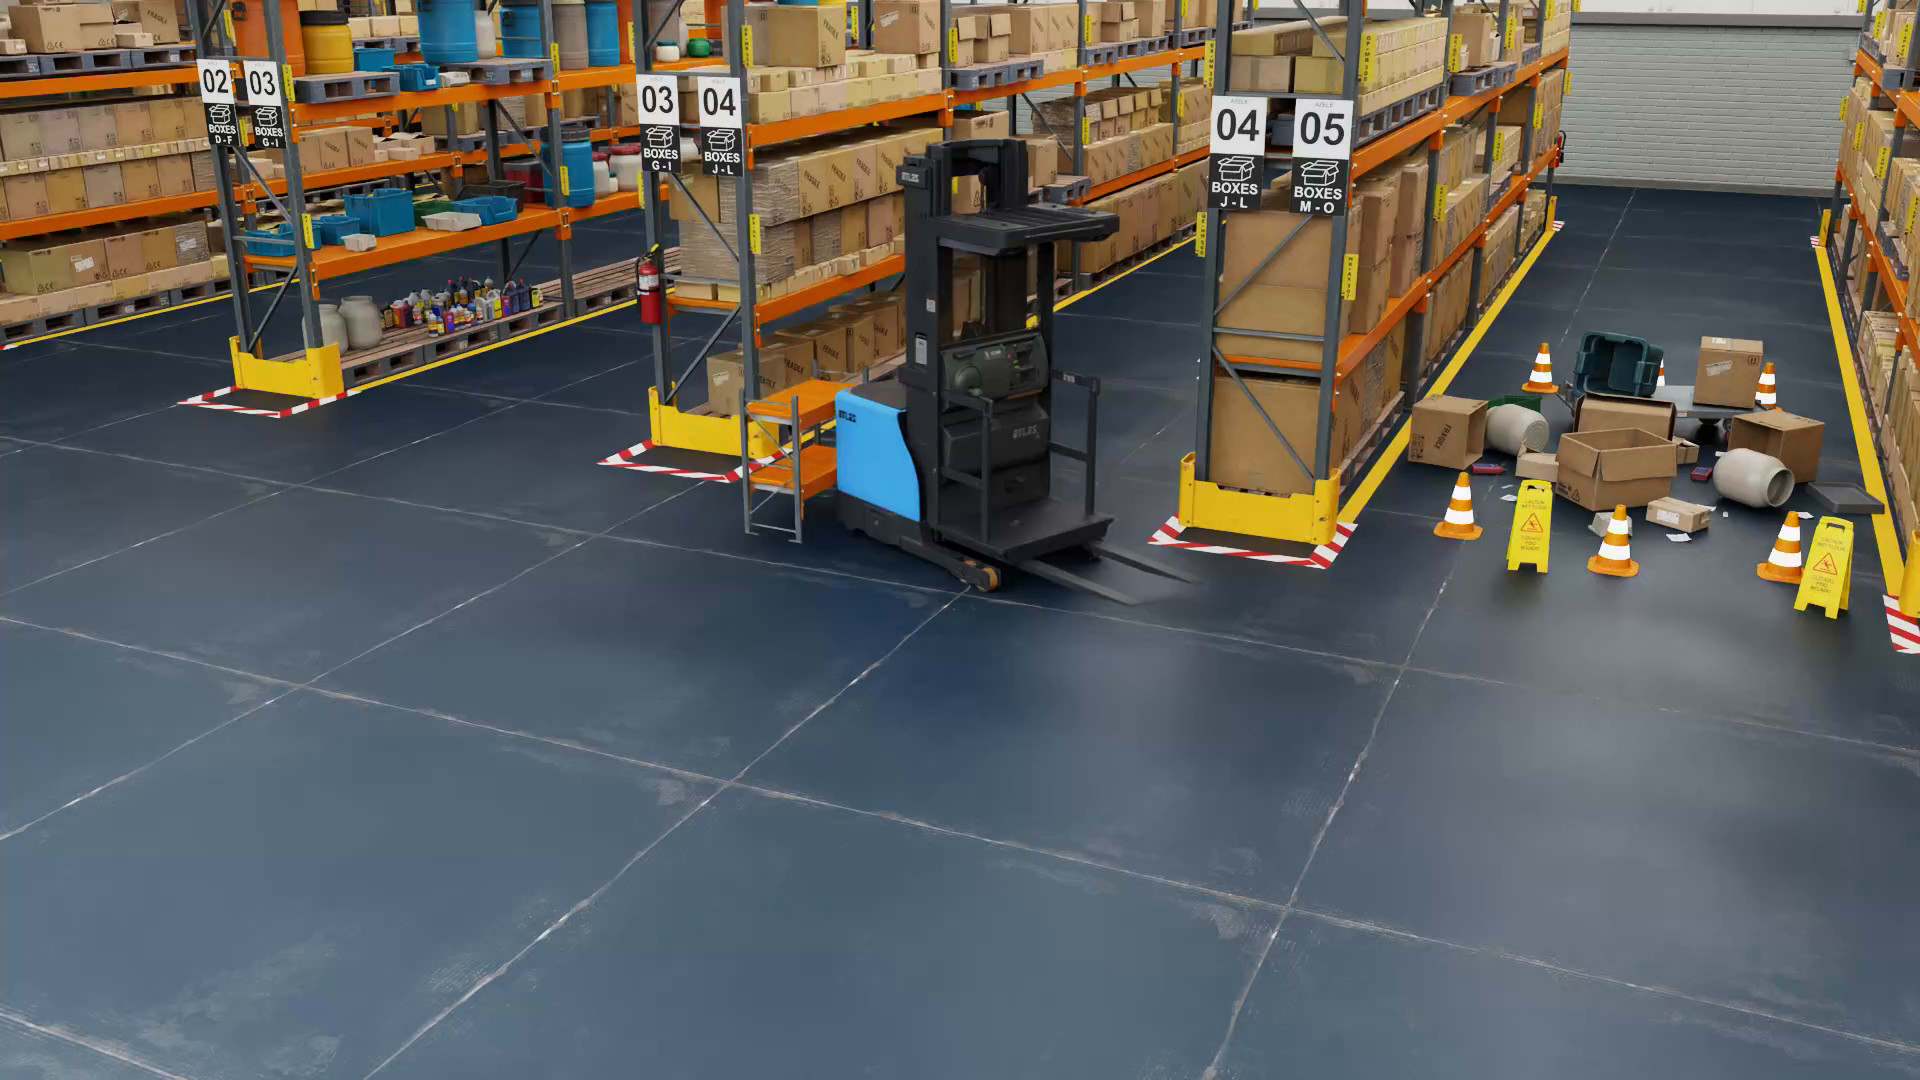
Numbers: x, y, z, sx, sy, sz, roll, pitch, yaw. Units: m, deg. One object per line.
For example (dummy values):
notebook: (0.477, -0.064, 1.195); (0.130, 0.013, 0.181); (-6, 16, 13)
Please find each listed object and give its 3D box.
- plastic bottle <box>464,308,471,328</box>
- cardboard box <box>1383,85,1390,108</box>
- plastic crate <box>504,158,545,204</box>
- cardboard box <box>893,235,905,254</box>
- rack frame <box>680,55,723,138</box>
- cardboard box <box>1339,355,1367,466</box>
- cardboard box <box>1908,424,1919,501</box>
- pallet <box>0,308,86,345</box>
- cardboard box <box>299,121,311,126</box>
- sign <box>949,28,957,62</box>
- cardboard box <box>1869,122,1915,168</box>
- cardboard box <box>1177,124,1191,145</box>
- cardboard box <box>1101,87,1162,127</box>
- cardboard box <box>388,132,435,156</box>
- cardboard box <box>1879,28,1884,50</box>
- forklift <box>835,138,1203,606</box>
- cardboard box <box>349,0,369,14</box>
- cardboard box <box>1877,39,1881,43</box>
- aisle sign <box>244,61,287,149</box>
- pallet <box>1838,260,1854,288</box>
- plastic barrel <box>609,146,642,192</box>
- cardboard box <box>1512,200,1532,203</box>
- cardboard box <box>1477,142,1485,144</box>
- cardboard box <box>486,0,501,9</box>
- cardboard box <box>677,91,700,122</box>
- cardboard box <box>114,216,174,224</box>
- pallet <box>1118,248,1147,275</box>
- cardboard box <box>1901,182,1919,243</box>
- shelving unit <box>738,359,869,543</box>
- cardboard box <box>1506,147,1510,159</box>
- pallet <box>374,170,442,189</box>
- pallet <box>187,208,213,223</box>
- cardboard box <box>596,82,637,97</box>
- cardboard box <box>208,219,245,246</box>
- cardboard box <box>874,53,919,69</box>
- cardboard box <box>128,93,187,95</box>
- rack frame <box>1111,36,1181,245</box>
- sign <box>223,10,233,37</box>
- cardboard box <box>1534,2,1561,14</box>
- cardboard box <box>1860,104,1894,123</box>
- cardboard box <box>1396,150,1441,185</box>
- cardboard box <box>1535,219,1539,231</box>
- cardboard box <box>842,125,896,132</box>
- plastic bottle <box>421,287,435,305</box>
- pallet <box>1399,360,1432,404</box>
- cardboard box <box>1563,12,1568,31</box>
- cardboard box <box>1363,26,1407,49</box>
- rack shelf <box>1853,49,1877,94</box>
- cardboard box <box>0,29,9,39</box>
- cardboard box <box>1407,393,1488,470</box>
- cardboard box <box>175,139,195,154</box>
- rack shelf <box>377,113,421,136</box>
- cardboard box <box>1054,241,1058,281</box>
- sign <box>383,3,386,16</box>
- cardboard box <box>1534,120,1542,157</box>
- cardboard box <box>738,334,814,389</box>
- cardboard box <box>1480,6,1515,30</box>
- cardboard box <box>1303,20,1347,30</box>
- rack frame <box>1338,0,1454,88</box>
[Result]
plastic bottle: (-5.479, -2.466, 18.445); (0.097, 0.201, 0.097); (0, 20, 0)
cardboard box: (3.018, -3.341, 12.510); (0.380, 0.149, 0.250); (9, 21, 23)
plastic crate: (-5.170, -4.342, 20.107); (0.402, 0.464, 0.583); (9, 21, 23)
cardboard box: (-0.660, -2.983, 16.756); (0.380, 0.149, 0.250); (9, 21, 23)
rack frame: (-3.451, -5.345, 23.022); (1.000, 3.000, 0.127); (9, 21, 23)
cardboard box: (2.851, -1.191, 13.885); (0.875, 0.875, 0.875); (8, 21, 22)
cardboard box: (7.133, -0.557, 11.915); (0.500, 0.500, 0.500); (9, 22, 25)
pallet: (-10.970, -2.506, 19.200); (1.003, 0.211, 1.213); (9, 21, 23)
cardboard box: (-11.411, -7.214, 28.623); (0.380, 0.149, 0.250); (9, 22, 24)
sign: (-0.073, -5.027, 16.881); (0.100, 0.325, 0.005); (9, 21, 23)
cardboard box: (10.707, -4.480, 18.949); (0.500, 0.500, 0.500); (8, 21, 22)
cardboard box: (3.137, -6.065, 24.827); (0.500, 0.250, 0.500); (8, 21, 22)
cardboard box: (2.451, -6.212, 23.812); (0.797, 0.503, 0.637); (8, 21, 21)
cardboard box: (-8.158, -5.879, 24.655); (0.500, 0.311, 0.500); (10, 22, 26)
cardboard box: (11.222, -5.971, 19.880); (0.396, 0.266, 0.258); (8, 21, 22)
forklift: (0.385, -1.213, 11.505); (1.130, 2.935, 3.031); (-16, 25, -37)
cardboard box: (-10.785, -9.756, 30.397); (0.500, 0.250, 0.500); (9, 21, 23)
cardboard box: (11.716, -6.363, 20.831); (0.396, 0.266, 0.258); (9, 22, 24)
aisle sign: (-6.490, -4.062, 15.535); (0.394, 0.787, 0.004); (9, 21, 23)
pallet: (12.129, -3.436, 21.816); (1.003, 0.211, 1.213); (9, 21, 23)
plastic barrel: (-4.197, -4.673, 20.929); (0.433, 0.535, 0.433); (0, 20, 0)
cardboard box: (8.264, -4.947, 24.642); (0.380, 0.149, 0.250); (8, 21, 21)
cardboard box: (6.347, -4.749, 20.207); (0.380, 0.149, 0.250); (10, 22, 25)
cardboard box: (-7.367, -8.402, 25.499); (0.500, 0.500, 0.500); (9, 21, 23)
cardboard box: (-2.243, -3.745, 14.269); (0.500, 0.250, 0.500); (9, 22, 24)
cardboard box: (-10.280, -3.806, 21.052); (0.500, 0.500, 0.500); (9, 21, 23)
pallet: (1.960, -3.954, 23.272); (1.003, 0.211, 1.213); (9, 21, 23)
cardboard box: (8.869, -2.949, 15.066); (0.500, 0.500, 0.500); (9, 22, 25)
shelving unit: (-1.170, -0.702, 12.763); (0.538, 1.125, 1.048); (10, 22, 26)
cardboard box: (6.779, -4.928, 21.153); (0.380, 0.149, 0.250); (7, 21, 20)
pallet: (-10.469, -6.835, 31.373); (1.003, 0.211, 1.213); (9, 21, 23)
pallet: (-12.811, -5.152, 26.640); (1.003, 0.211, 1.213); (9, 21, 23)
cardboard box: (-5.881, -7.872, 28.487); (0.500, 0.500, 0.500); (9, 22, 24)
cardboard box: (-9.703, -4.133, 22.253); (0.500, 0.311, 0.500); (9, 21, 23)
cardboard box: (-0.633, -4.765, 16.543); (0.380, 0.149, 0.250); (9, 21, 23)
cardboard box: (-12.673, -6.814, 26.346); (0.700, 0.500, 0.500); (6, 20, 16)
rack frame: (2.705, -5.888, 24.549); (1.000, 3.000, 0.127); (9, 21, 23)
sign: (-9.100, -6.422, 20.683); (0.100, 0.325, 0.005); (9, 21, 23)
cardboard box: (8.406, -7.637, 23.871); (0.380, 0.149, 0.250); (9, 21, 24)
cardboard box: (11.688, -5.229, 21.054); (0.500, 0.500, 0.500); (8, 21, 22)
cardboard box: (4.320, -3.560, 16.360); (0.700, 0.500, 0.500); (8, 21, 22)
cardboard box: (8.465, -4.739, 24.947); (0.380, 0.149, 0.250); (8, 21, 20)
cardboard box: (-0.987, -3.998, 17.150); (0.500, 0.500, 0.500); (9, 21, 23)
plastic bottle: (-6.050, -2.704, 18.892); (0.144, 0.351, 0.185); (8, 21, 22)
pallet: (4.160, -1.664, 16.832); (1.003, 0.211, 1.213); (9, 21, 23)
cardboard box: (8.662, -7.646, 24.492); (0.500, 0.250, 0.500); (8, 21, 21)
cardboard box: (3.224, -3.871, 12.809); (0.380, 0.149, 0.250); (8, 21, 22)
rack shelf: (12.565, -6.214, 22.063); (1.077, 0.370, 4.000); (9, 21, 23)
cardboard box: (-11.014, -5.575, 18.580); (0.500, 0.250, 0.500); (9, 21, 23)
cardboard box: (4.213, -0.939, 14.360); (0.500, 0.500, 0.500); (13, 23, 32)
cardboard box: (-9.731, -4.888, 20.618); (0.380, 0.149, 0.250); (8, 21, 21)
rack shelf: (-10.033, -8.200, 32.122); (1.077, 0.370, 4.000); (9, 21, 23)
cardboard box: (0.811, -3.487, 20.872); (0.700, 0.500, 0.500); (7, 21, 20)
sign: (-8.463, -7.758, 24.558); (0.100, 0.325, 0.005); (9, 21, 23)
cardboard box: (7.818, -5.633, 23.239); (0.500, 0.500, 0.500); (9, 21, 23)
cardboard box: (-1.724, -1.616, 15.640); (0.500, 0.500, 0.500); (15, 25, 37)
cardboard box: (6.179, -6.019, 19.147); (0.396, 0.266, 0.258); (9, 21, 23)
cardboard box: (3.038, -4.270, 13.932); (0.380, 0.149, 0.250); (9, 21, 23)
rack frame: (3.913, -5.558, 14.667); (1.000, 3.000, 0.127); (9, 21, 23)
